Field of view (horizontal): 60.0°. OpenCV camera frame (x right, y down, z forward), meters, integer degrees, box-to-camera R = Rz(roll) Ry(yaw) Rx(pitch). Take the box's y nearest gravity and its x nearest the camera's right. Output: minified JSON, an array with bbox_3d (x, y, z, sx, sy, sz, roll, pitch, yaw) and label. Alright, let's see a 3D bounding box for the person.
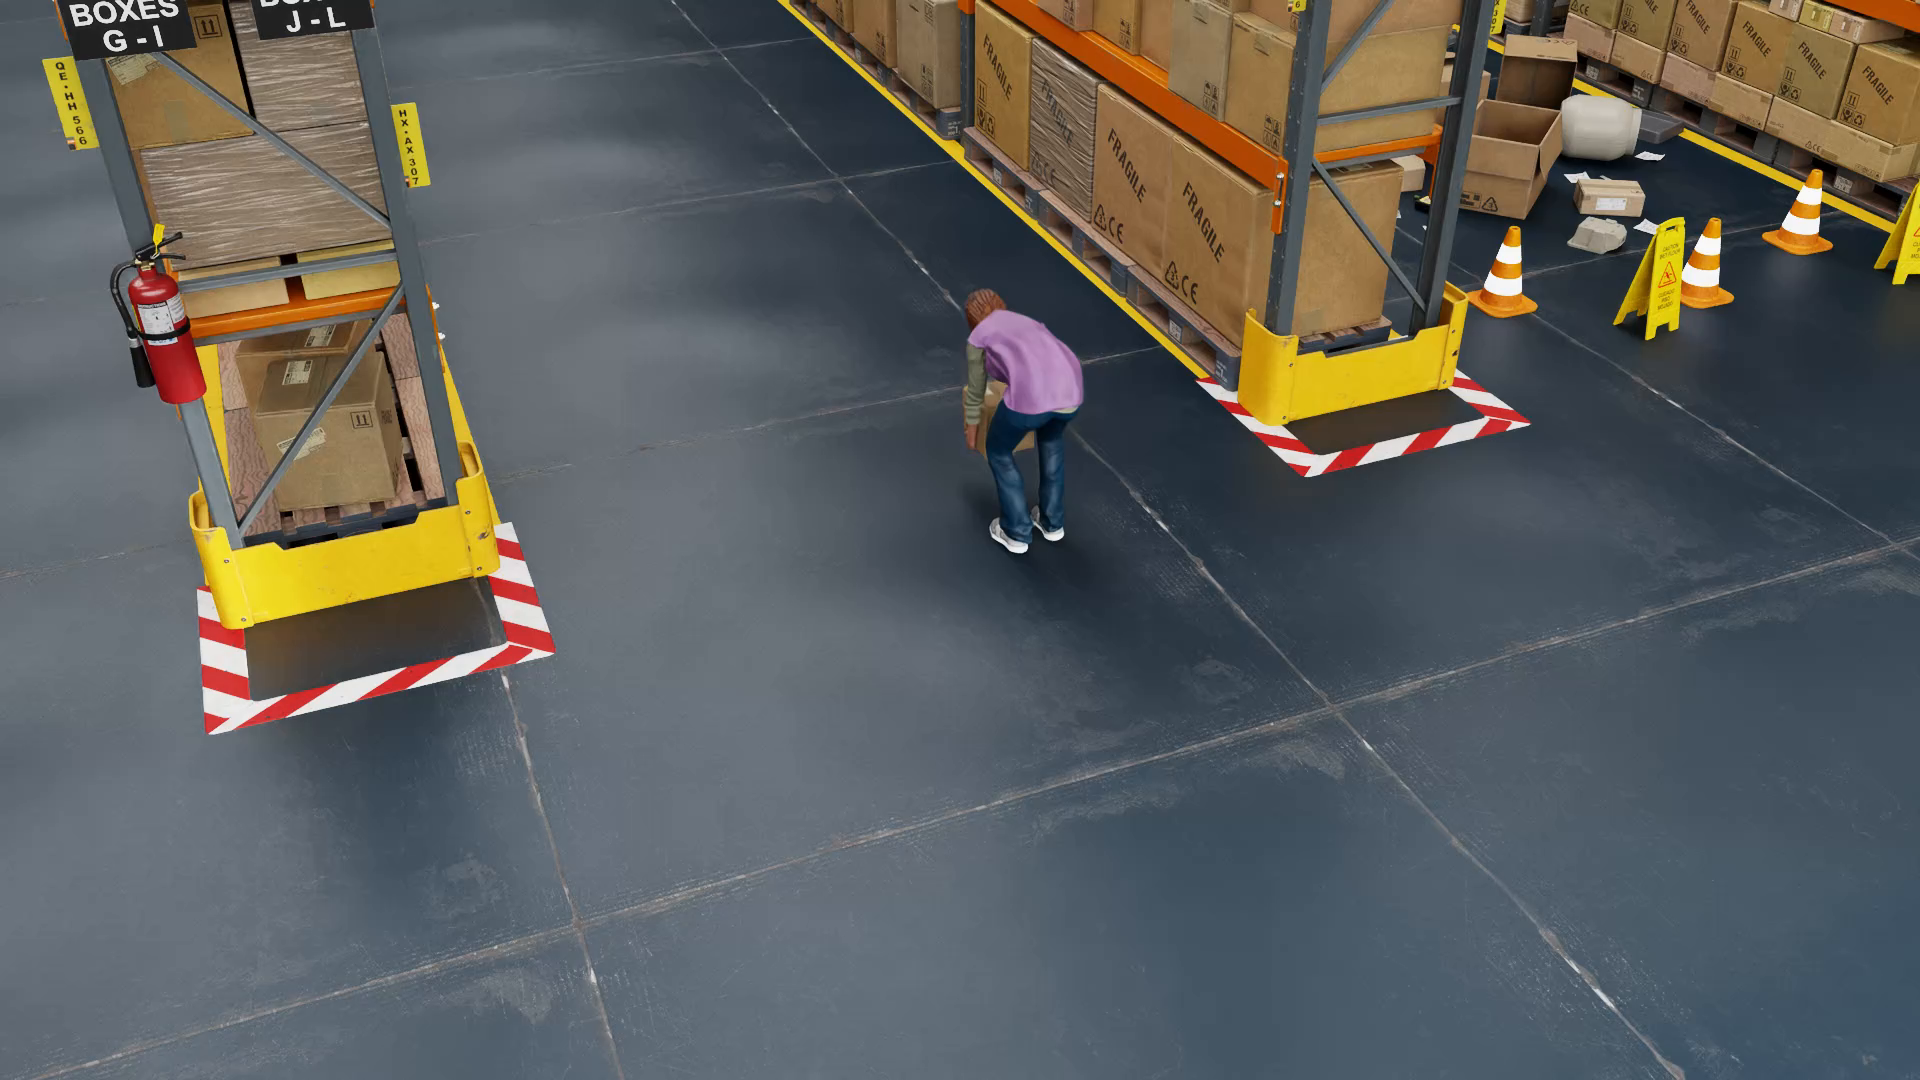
[{"bbox_3d":[0.241,-0.531,7.465,0.389,1.013,0.868,-14,37,-20],"label":"person"}]
